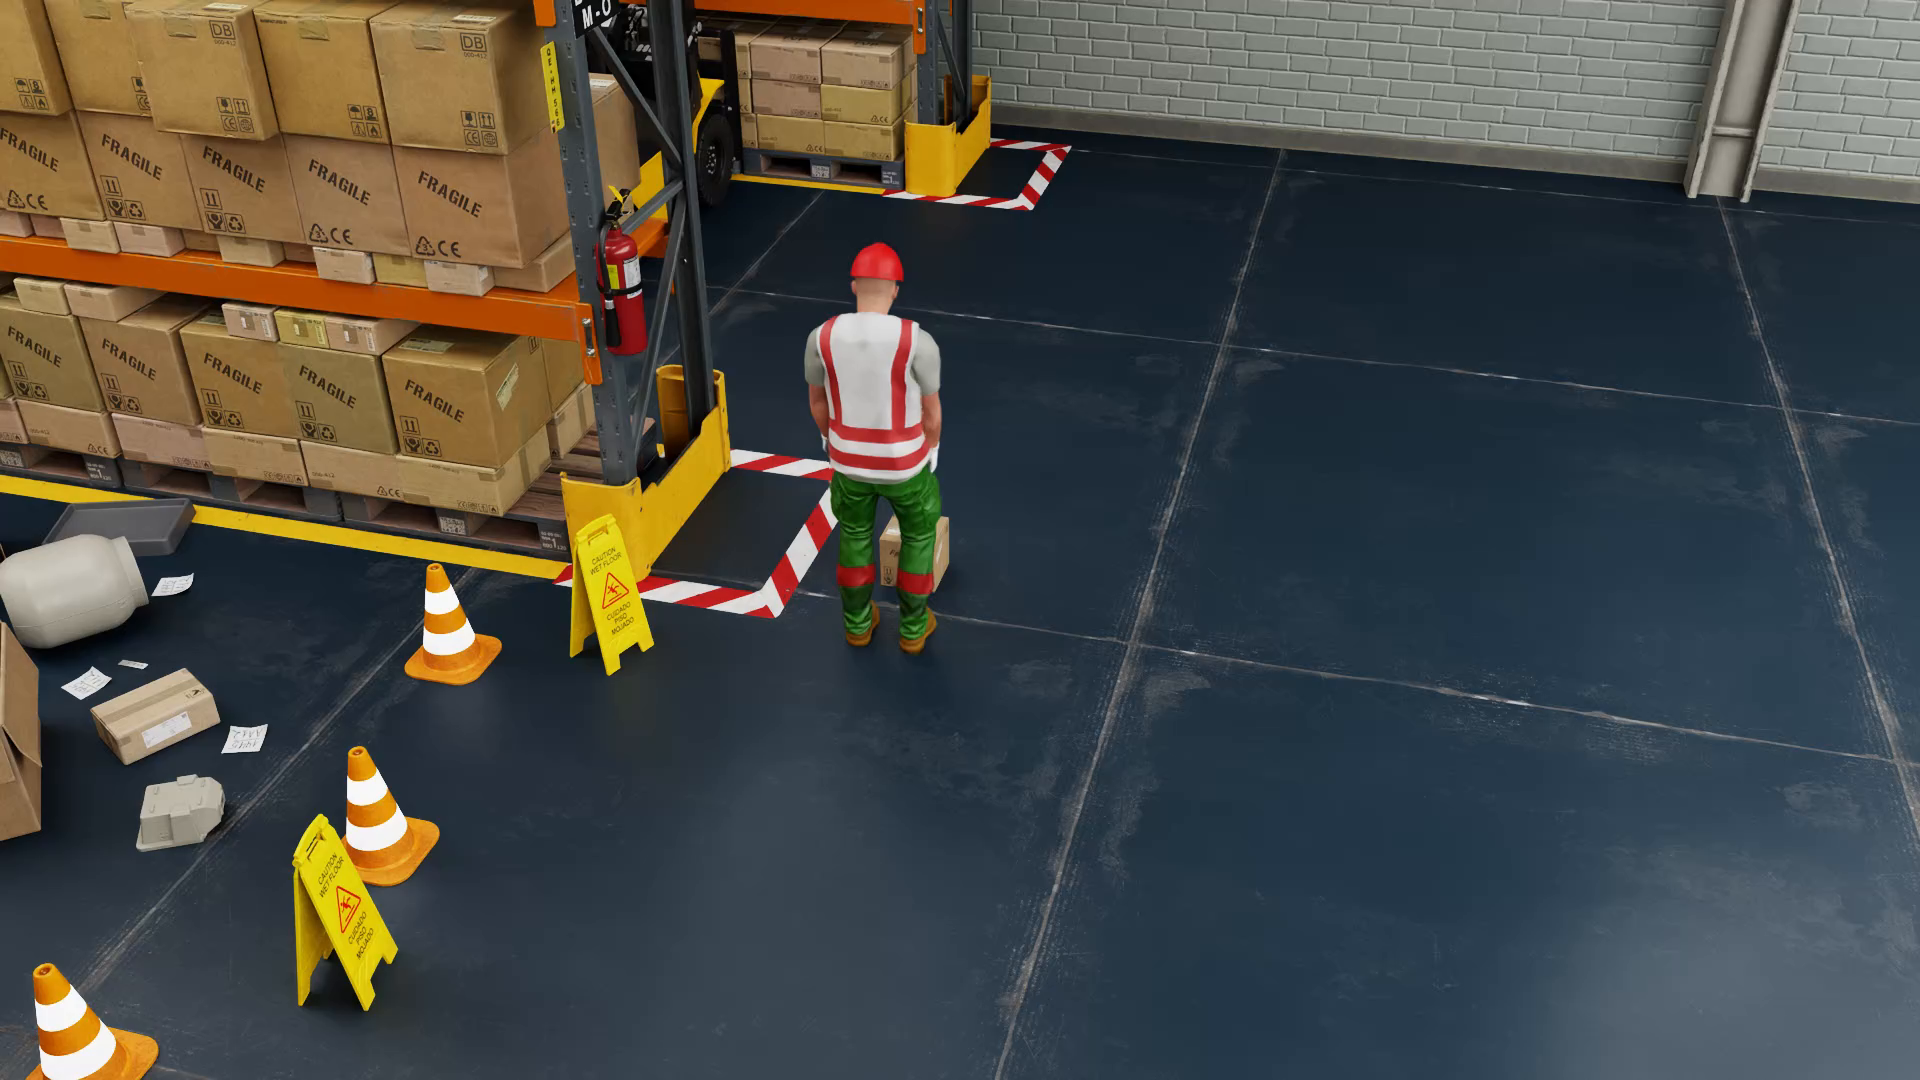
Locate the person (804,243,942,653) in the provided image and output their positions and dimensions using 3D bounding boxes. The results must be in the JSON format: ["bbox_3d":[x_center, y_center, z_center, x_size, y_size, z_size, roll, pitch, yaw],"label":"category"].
[{"bbox_3d":[-0.331,-0.345,6.701,0.541,1.744,0.443,7,33,11],"label":"person"}]
